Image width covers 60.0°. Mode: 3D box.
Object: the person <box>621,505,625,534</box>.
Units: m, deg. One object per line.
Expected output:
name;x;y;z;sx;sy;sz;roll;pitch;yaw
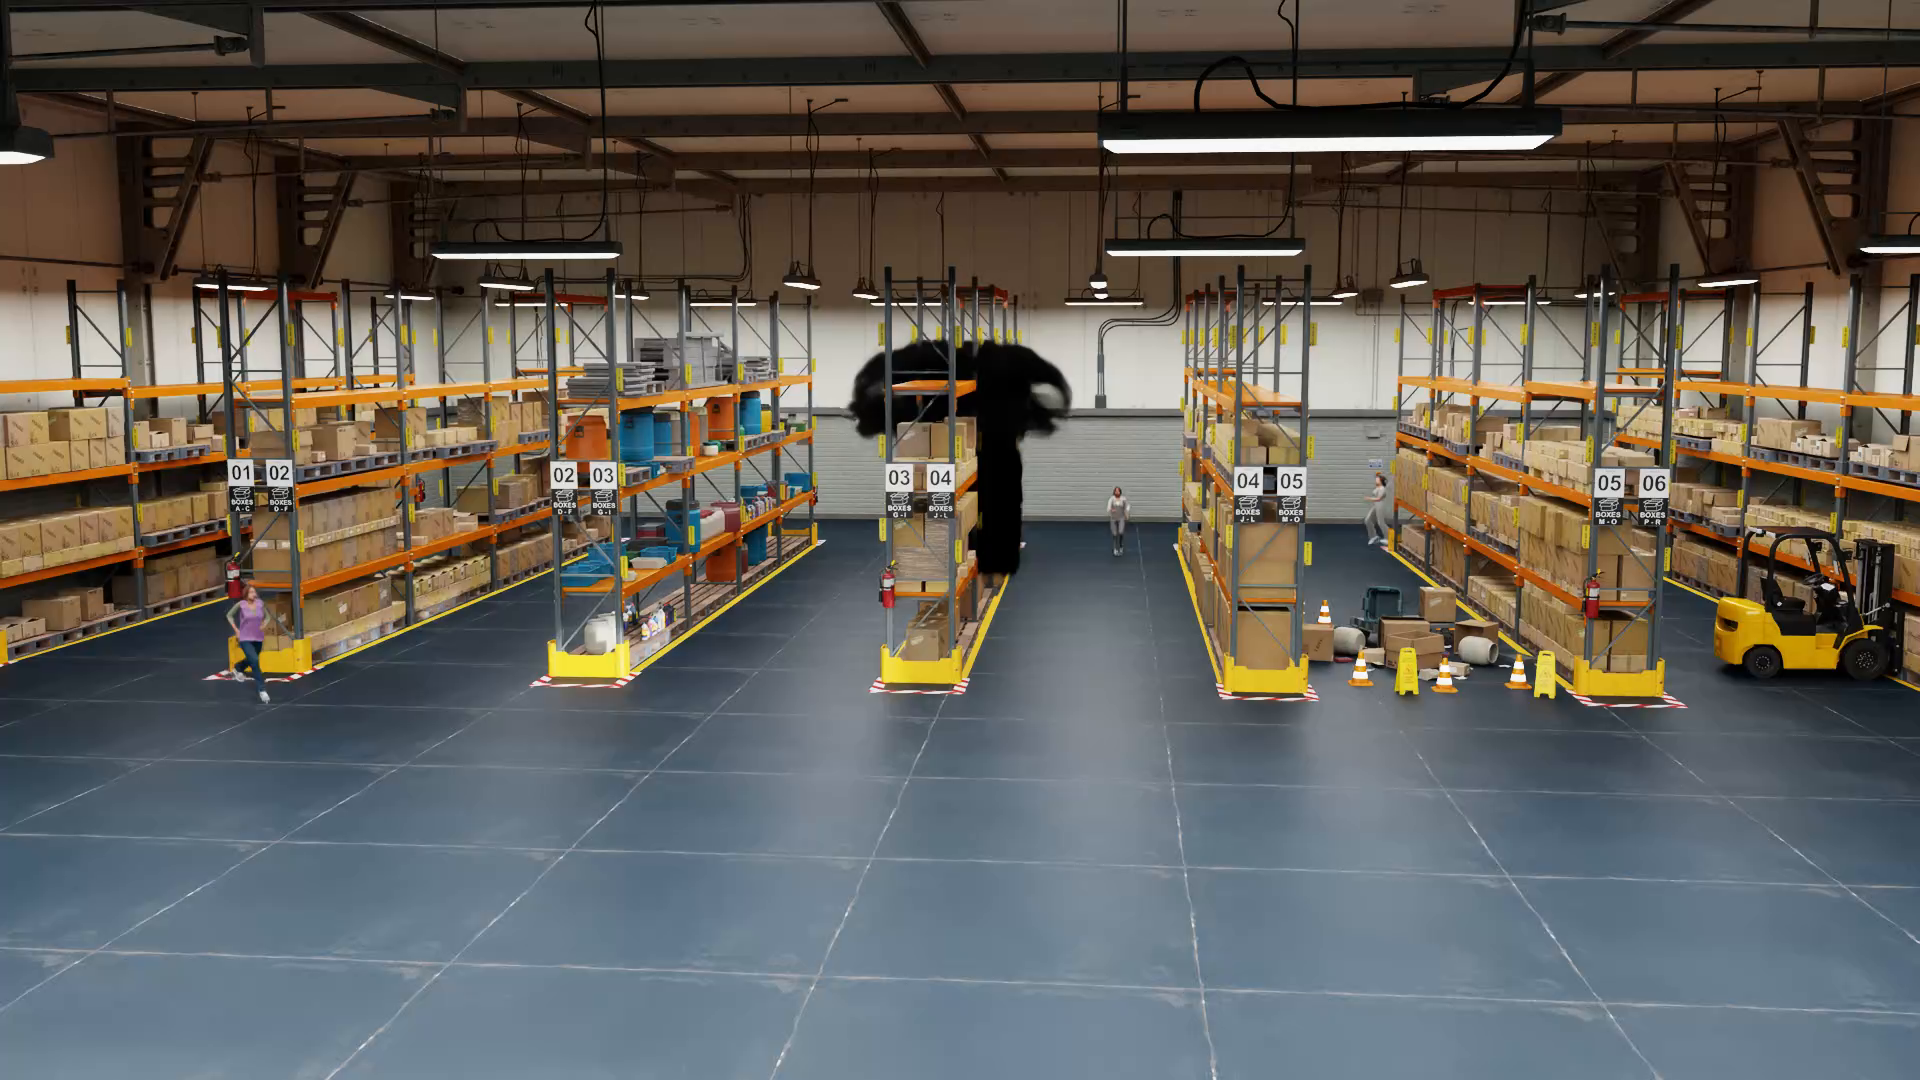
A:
person;-8.974;-0.993;42.573;0.836;1.854;0.655;4;8;32

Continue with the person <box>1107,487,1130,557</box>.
person;3.627;-0.425;38.176;0.508;1.604;0.667;1;7;9

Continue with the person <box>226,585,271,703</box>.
person;-9.897;1.410;23.214;1.023;1.604;0.495;5;9;36

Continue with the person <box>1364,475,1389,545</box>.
person;10.141;-0.714;40.283;0.726;1.711;0.533;0;7;-3
